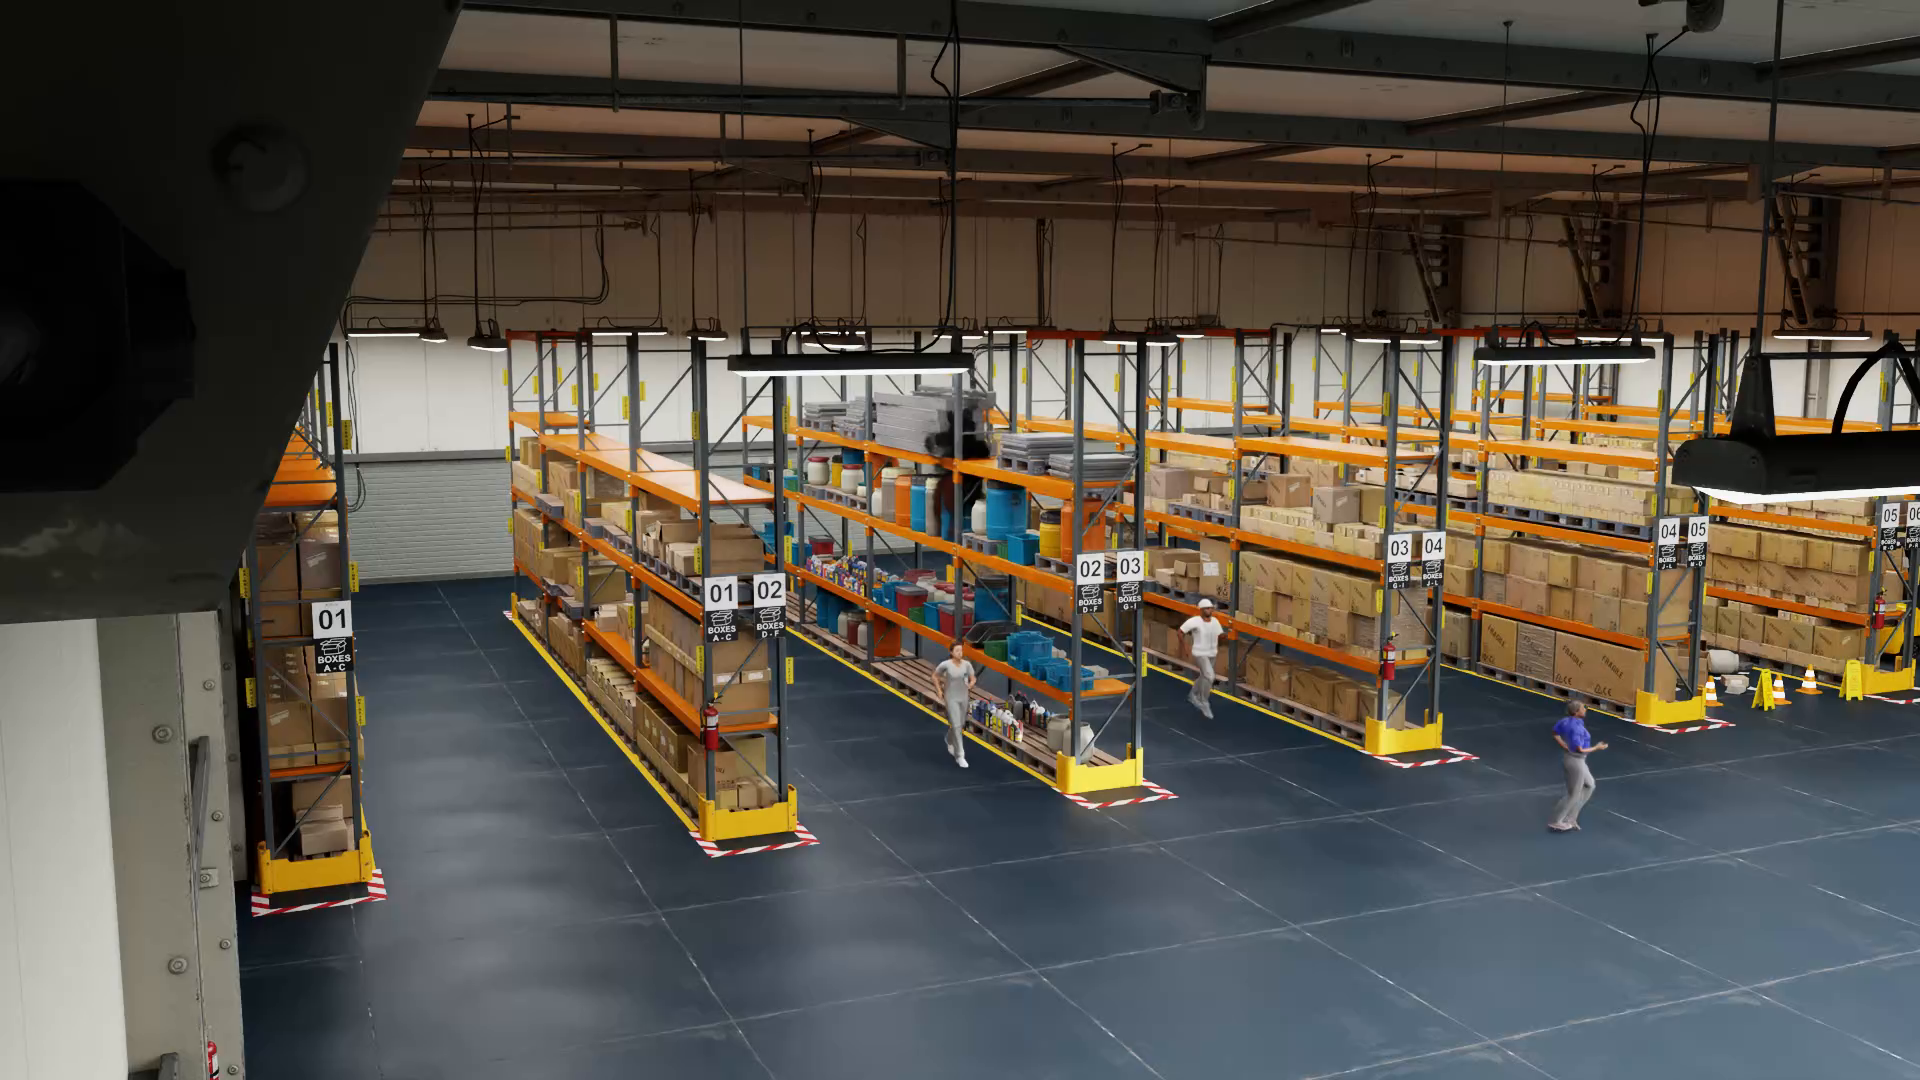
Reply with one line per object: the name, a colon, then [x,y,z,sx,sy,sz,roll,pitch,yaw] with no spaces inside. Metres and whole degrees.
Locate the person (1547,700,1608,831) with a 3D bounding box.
person: [7.550,2.776,20.333,0.652,1.668,0.556,1,8,9]

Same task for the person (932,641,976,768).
person: [-0.056,2.328,23.028,0.564,1.470,0.894,-4,9,-24]

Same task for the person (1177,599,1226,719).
person: [3.800,1.821,25.833,0.678,1.831,0.769,-6,10,-37]
